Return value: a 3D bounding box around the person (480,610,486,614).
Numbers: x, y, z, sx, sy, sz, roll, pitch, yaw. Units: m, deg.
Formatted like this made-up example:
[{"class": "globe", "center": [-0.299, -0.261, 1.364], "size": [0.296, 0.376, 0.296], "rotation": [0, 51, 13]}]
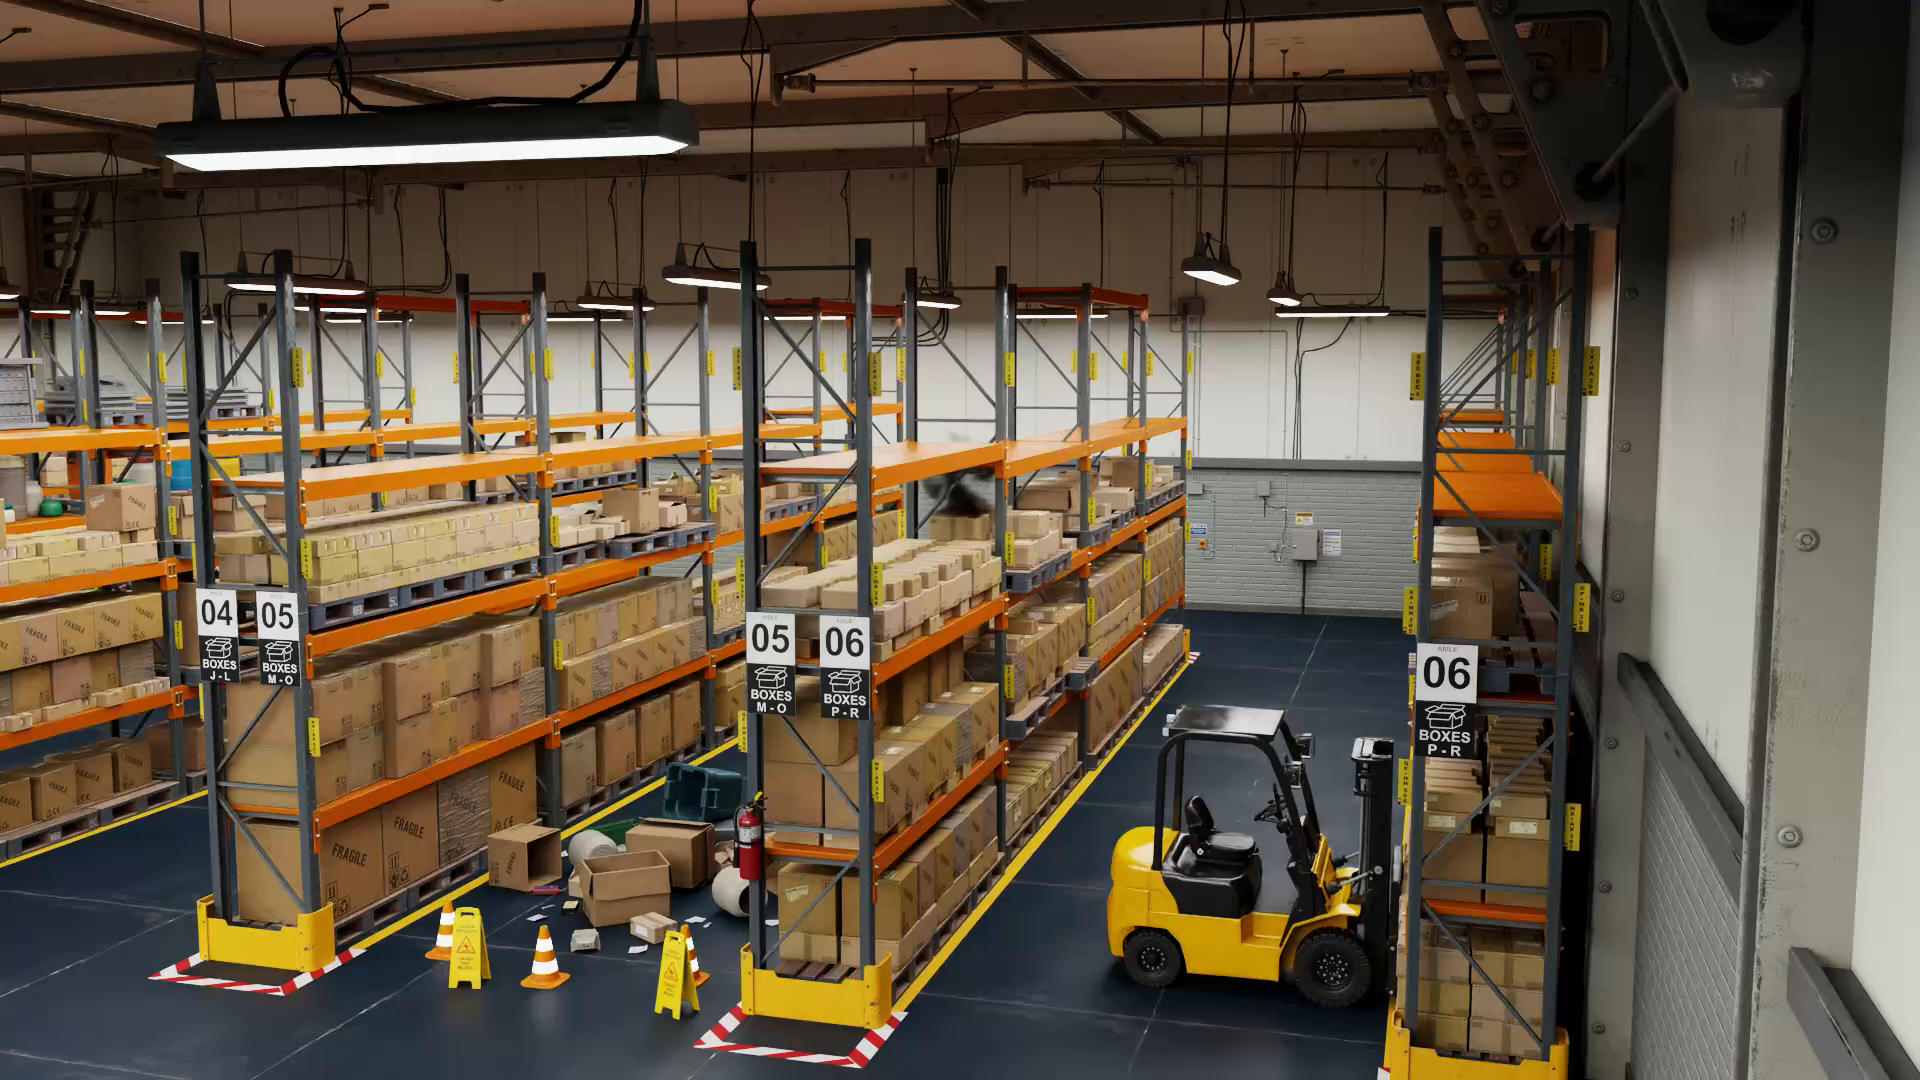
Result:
[{"class": "person", "center": [-6.651, 1.712, 22.986], "size": [0.710, 1.745, 0.968], "rotation": [2, 7, 14]}]
